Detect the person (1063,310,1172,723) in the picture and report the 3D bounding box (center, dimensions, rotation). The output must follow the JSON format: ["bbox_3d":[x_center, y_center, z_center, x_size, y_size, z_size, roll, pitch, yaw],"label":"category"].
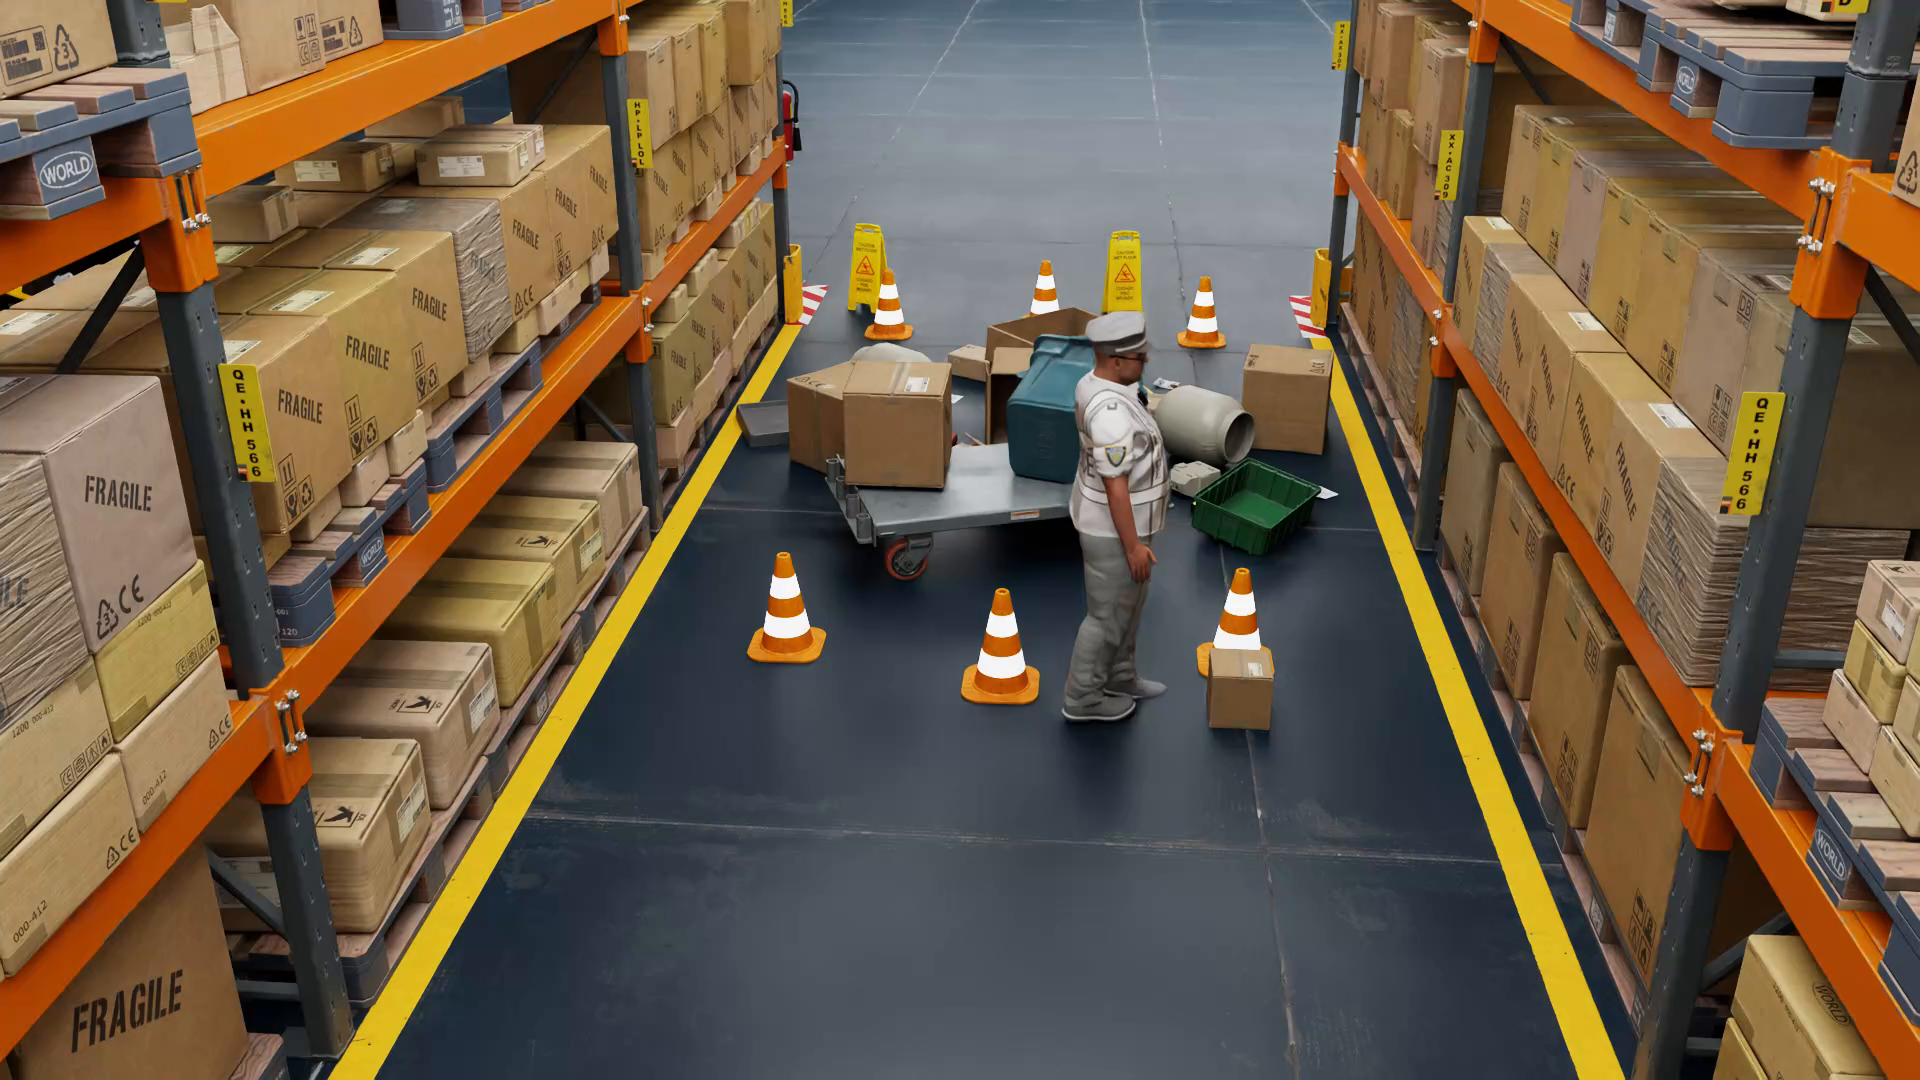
[{"bbox_3d":[0.677,-0.064,6.748,0.489,1.783,0.552,-1,24,-2],"label":"person"}]
